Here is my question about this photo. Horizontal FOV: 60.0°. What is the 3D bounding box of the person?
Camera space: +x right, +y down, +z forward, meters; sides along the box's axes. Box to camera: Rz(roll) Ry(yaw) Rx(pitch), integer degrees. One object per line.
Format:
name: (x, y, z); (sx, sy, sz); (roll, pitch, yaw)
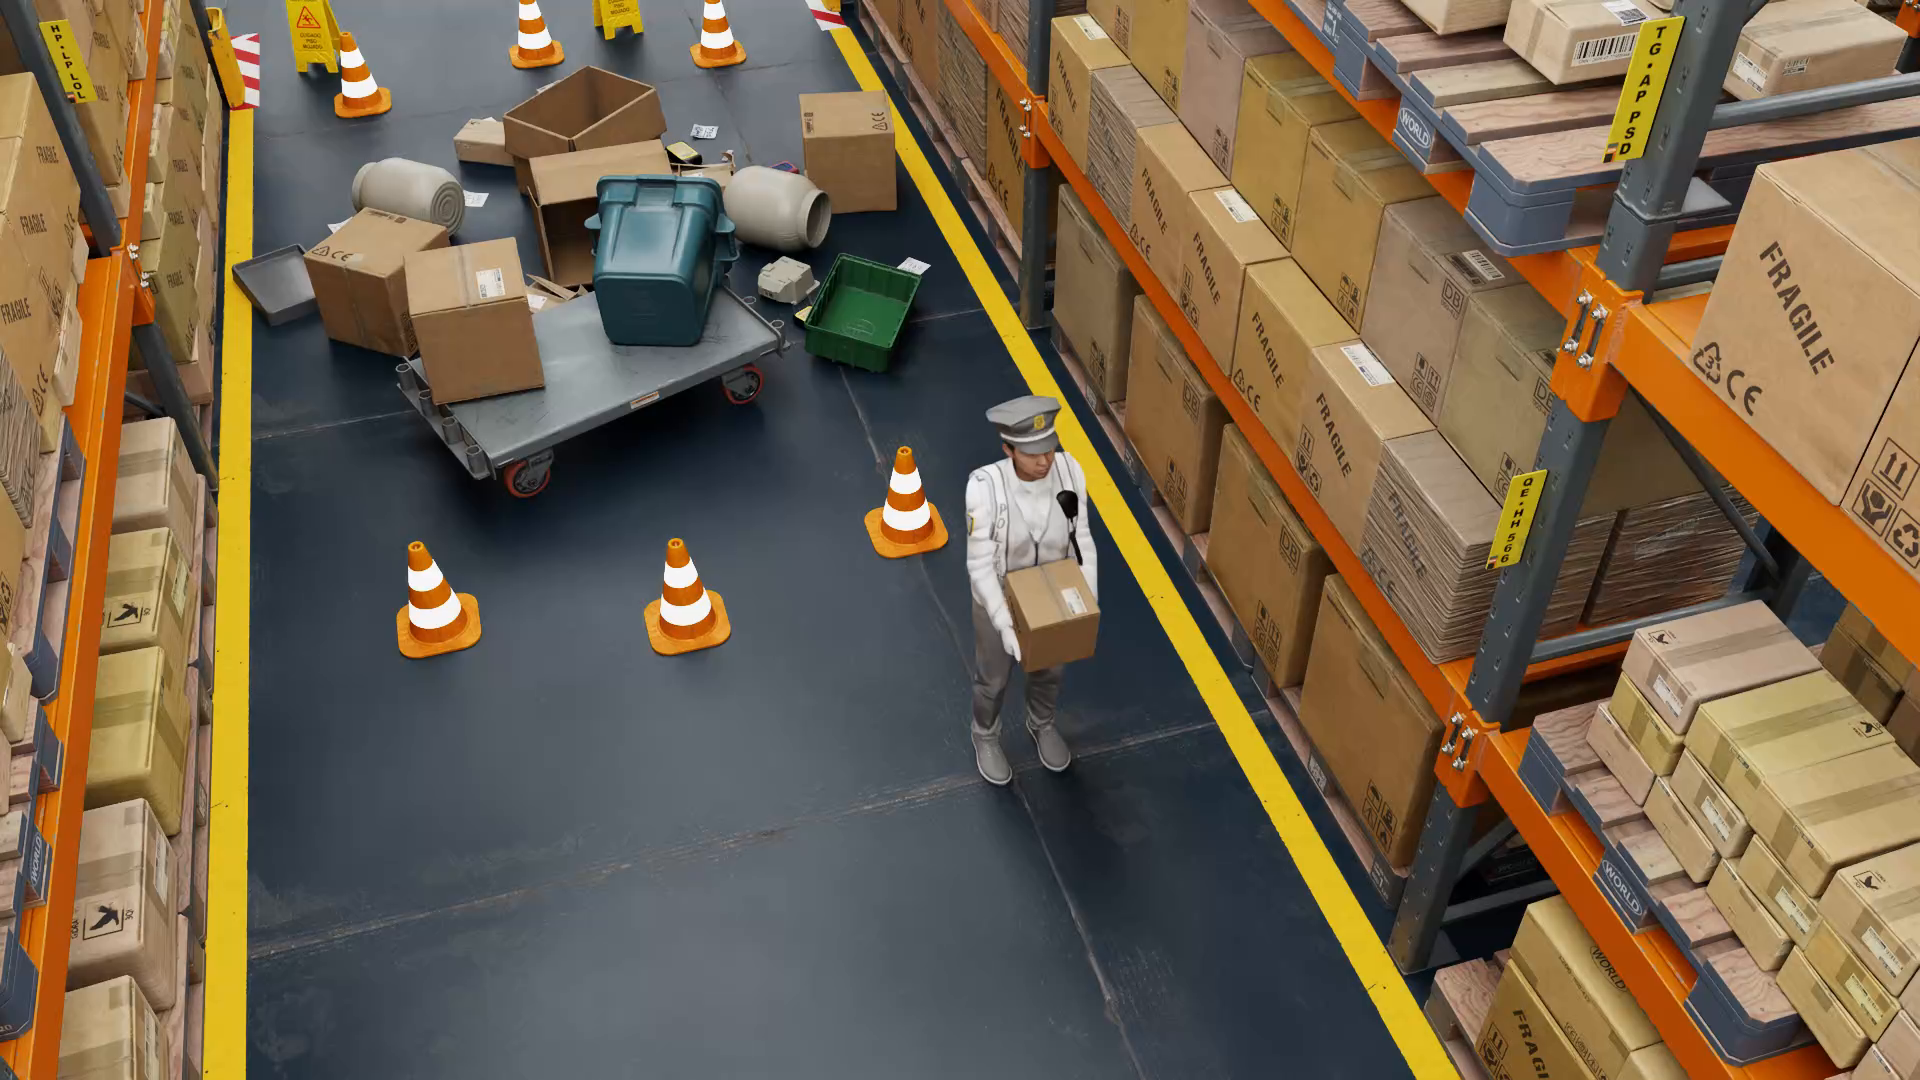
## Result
person: (0.242, 0.235, 5.888); (0.459, 1.687, 0.549); (-11, 44, -12)
